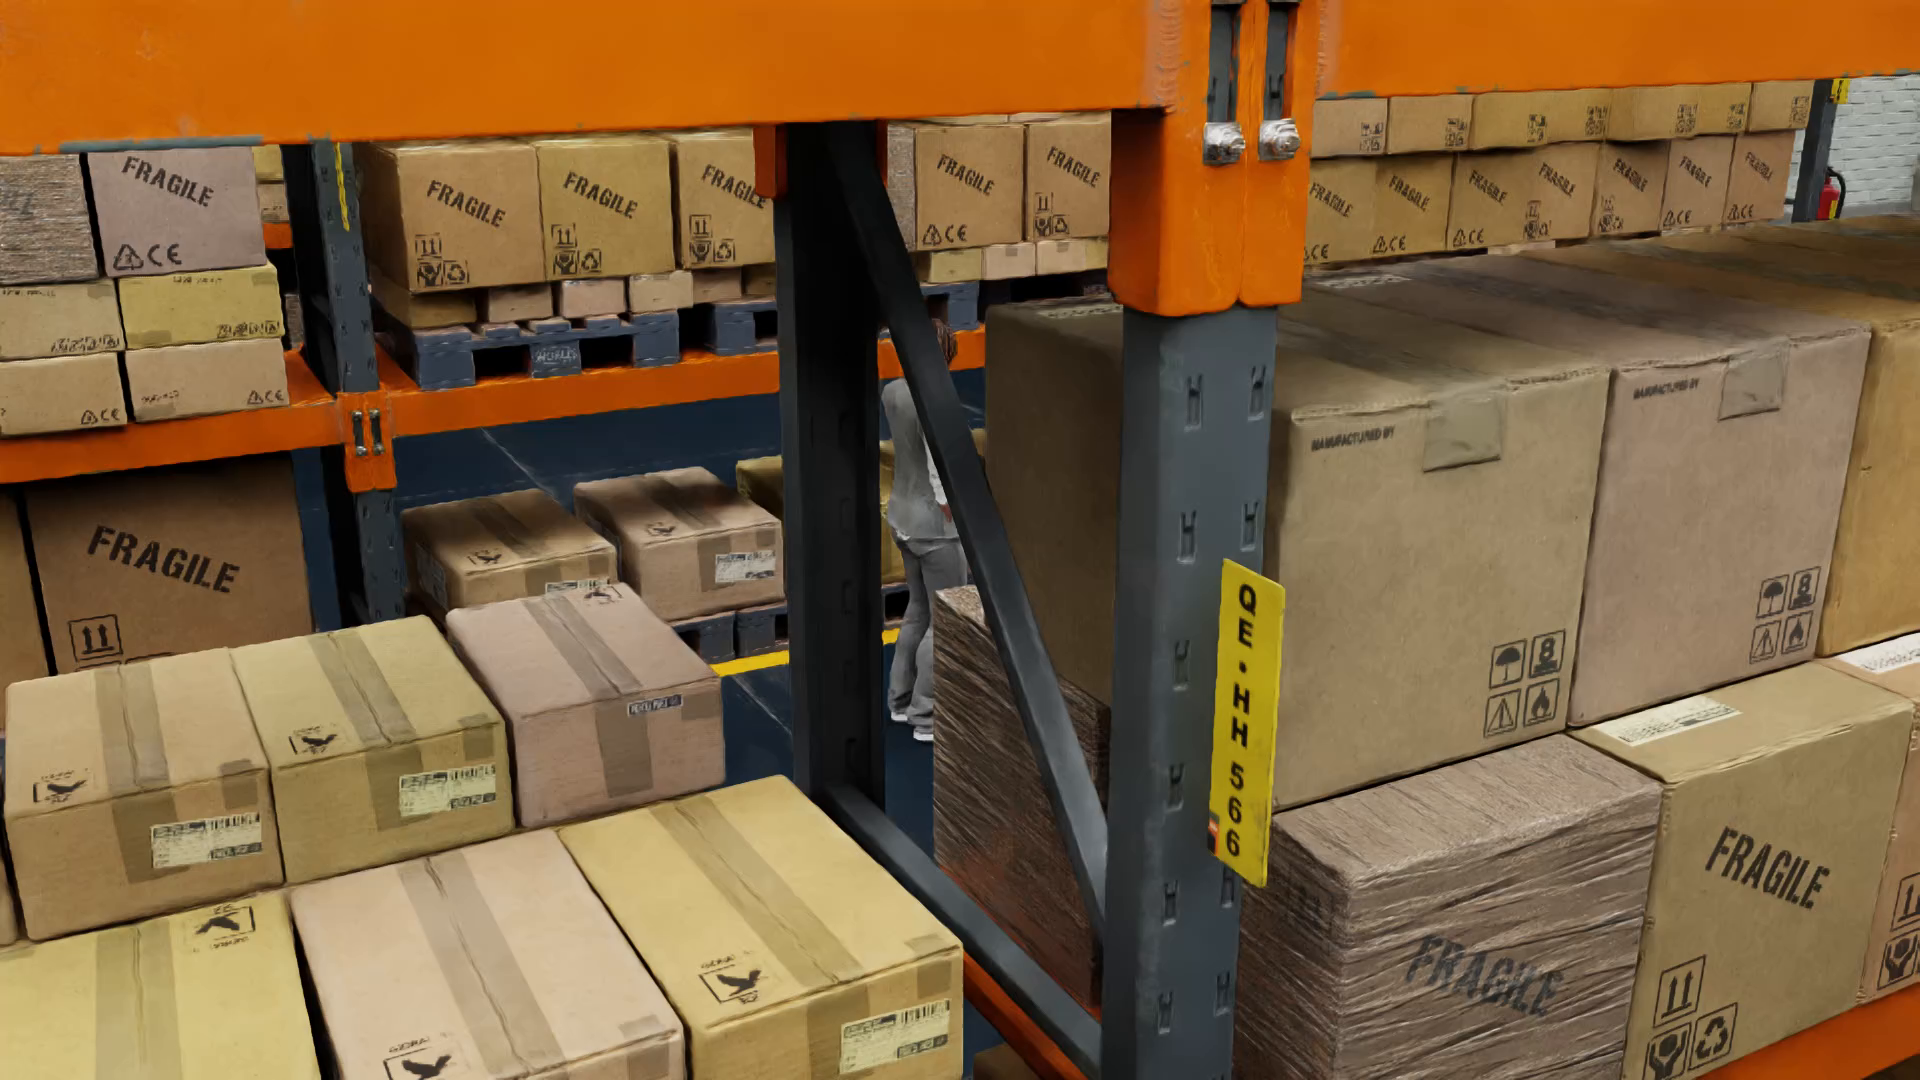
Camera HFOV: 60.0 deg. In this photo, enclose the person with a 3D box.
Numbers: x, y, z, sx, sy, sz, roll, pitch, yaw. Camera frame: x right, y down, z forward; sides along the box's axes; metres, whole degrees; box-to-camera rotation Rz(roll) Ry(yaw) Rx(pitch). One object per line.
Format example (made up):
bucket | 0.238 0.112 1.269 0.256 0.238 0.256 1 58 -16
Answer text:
person | -0.121 -0.037 6.206 0.299 1.589 0.407 -9 21 -26
